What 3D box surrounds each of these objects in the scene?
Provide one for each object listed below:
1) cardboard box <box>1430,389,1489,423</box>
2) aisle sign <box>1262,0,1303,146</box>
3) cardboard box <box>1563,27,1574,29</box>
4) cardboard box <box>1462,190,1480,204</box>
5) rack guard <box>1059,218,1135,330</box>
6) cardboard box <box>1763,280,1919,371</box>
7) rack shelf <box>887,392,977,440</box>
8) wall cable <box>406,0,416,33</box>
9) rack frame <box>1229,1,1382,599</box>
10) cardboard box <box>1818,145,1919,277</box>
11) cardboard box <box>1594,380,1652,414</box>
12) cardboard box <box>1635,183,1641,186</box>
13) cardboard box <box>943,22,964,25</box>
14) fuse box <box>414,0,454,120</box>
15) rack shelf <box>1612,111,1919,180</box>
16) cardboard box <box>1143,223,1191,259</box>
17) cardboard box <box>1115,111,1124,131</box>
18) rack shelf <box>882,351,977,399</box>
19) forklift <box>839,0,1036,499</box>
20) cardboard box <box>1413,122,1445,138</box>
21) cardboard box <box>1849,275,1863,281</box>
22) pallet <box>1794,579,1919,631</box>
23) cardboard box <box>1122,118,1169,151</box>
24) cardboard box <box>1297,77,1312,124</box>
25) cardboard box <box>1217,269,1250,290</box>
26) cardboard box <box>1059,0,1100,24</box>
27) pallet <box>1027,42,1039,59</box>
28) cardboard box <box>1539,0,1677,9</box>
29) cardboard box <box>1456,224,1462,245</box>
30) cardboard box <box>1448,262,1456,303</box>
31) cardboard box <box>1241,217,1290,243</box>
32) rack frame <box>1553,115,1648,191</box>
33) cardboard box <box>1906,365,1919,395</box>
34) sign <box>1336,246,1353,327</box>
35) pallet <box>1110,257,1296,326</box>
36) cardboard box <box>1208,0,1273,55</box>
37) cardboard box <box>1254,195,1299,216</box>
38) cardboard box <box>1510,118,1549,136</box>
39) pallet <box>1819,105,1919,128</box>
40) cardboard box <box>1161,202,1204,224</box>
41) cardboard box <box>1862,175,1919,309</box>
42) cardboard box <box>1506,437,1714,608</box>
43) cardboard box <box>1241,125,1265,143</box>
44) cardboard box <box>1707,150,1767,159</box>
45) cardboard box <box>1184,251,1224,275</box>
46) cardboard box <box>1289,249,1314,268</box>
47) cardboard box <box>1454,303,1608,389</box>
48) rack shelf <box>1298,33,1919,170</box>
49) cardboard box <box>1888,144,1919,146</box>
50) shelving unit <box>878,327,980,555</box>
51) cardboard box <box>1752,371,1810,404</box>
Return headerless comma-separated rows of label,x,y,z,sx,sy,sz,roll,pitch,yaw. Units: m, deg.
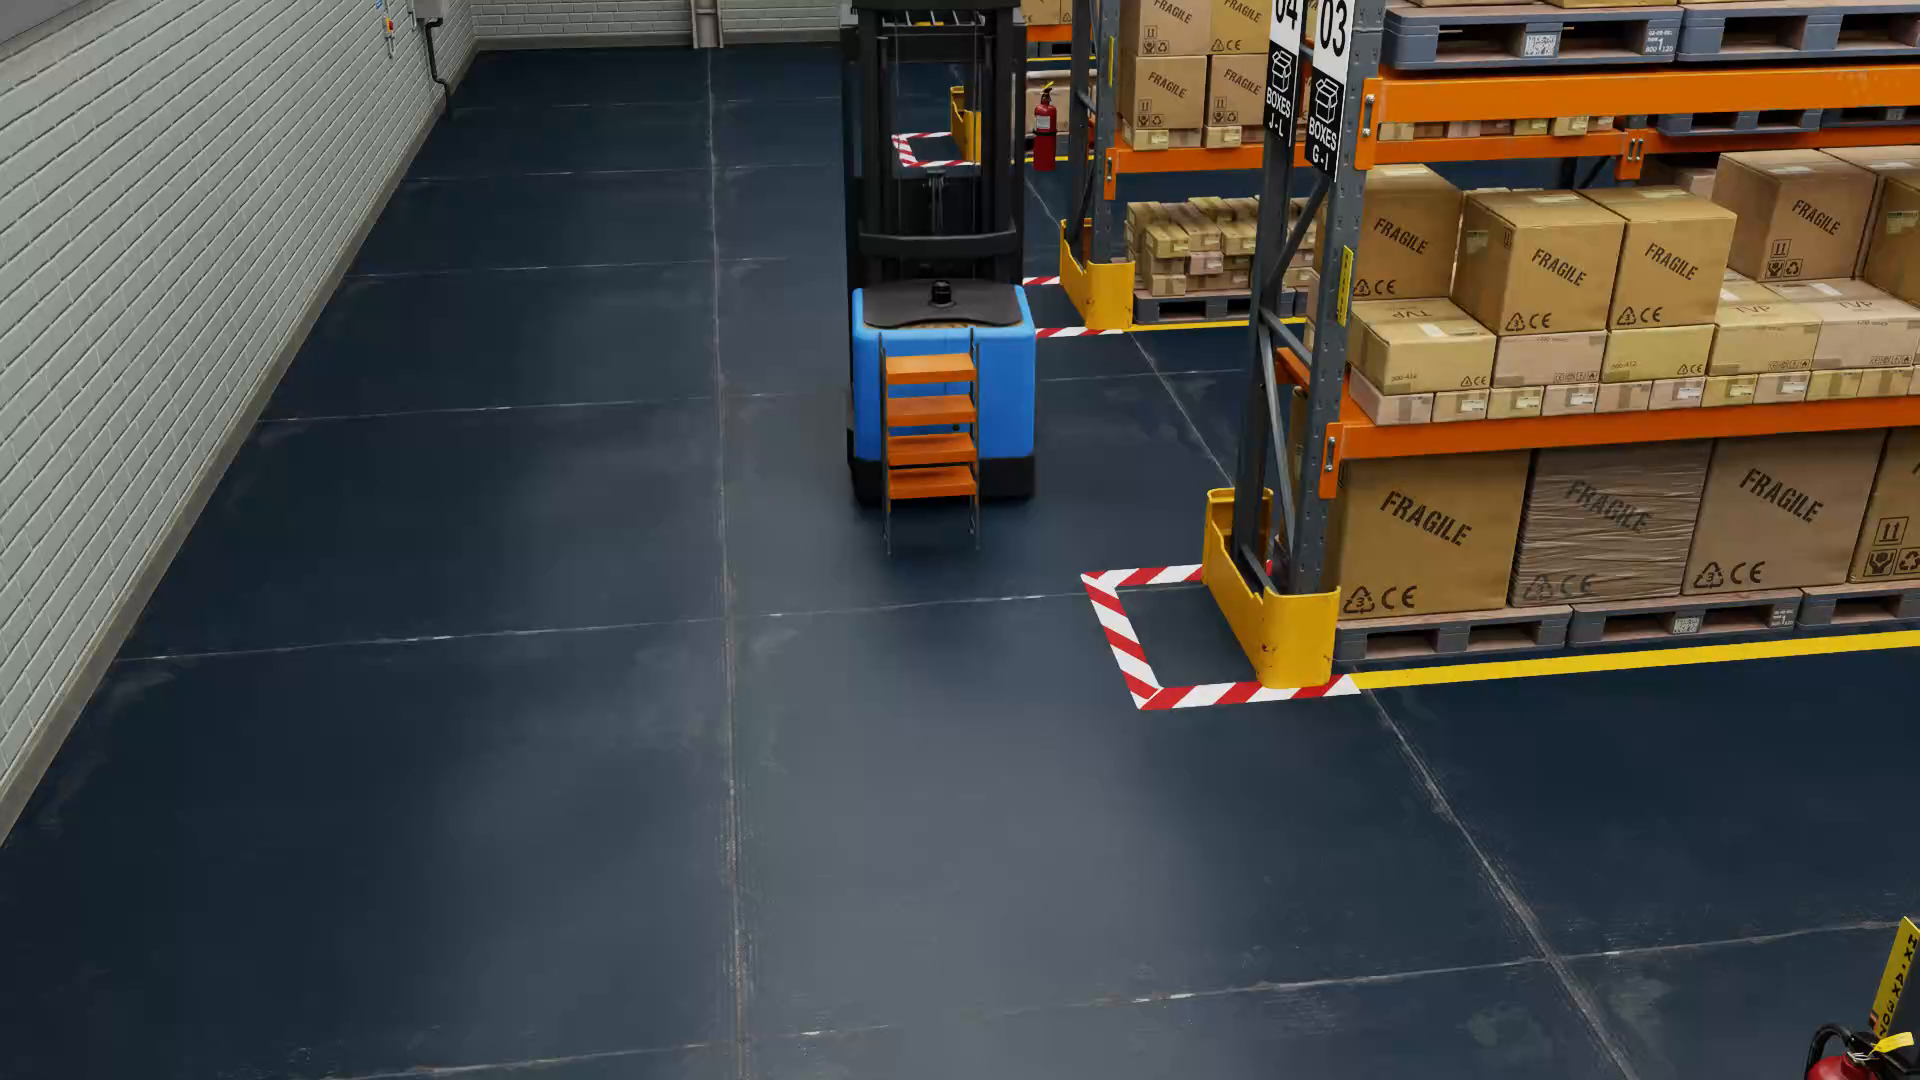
cardboard box,2.200,-0.678,7.562,0.250,0.149,0.380,-4,27,-8
aisle sign,1.436,-2.187,7.380,0.004,0.787,0.394,-4,27,-7
cardboard box,4.491,-3.872,11.981,0.500,0.500,0.500,-5,28,-9
cardboard box,4.024,-2.629,13.098,0.250,0.149,0.380,-4,27,-8
rack guard,1.033,-2.041,12.680,0.348,0.500,1.175,-4,27,-7
cardboard box,4.092,-1.007,7.764,0.500,0.250,0.500,-3,27,-6
rack shelf,-0.164,-0.662,8.884,0.480,0.148,0.258,-4,27,-7
wall cable,-5.621,-6.103,16.746,0.122,1.984,0.588,-4,27,-7
rack frame,1.549,-0.900,7.718,0.127,3.000,1.000,-4,27,-7
cardboard box,4.511,-1.611,8.121,0.500,0.500,0.500,-4,27,-7
cardboard box,2.964,-0.728,7.658,0.250,0.149,0.380,-4,27,-8
cardboard box,5.617,-2.639,13.385,0.500,0.500,0.500,-4,27,-8
cardboard box,0.092,-6.696,21.288,0.637,0.503,0.797,-5,28,-9
fuse box,-5.560,-5.396,17.892,0.414,1.711,0.539,-4,27,-7
rack shelf,6.900,-3.210,13.008,4.000,0.370,1.077,-4,27,-7
cardboard box,1.524,-2.211,12.285,0.250,0.149,0.380,-5,28,-9
cardboard box,1.242,-3.185,12.447,0.250,0.149,0.380,-4,27,-7
rack shelf,-0.164,-0.873,8.776,0.480,0.148,0.258,-4,27,-7
forklift,-0.171,-2.174,10.277,1.130,2.935,3.031,-2,27,-3
cardboard box,3.373,-3.083,12.249,0.250,0.149,0.380,-4,27,-8
cardboard box,4.515,-1.279,8.295,0.500,0.250,0.500,-4,27,-7
pallet,4.746,0.099,8.825,1.213,0.211,1.003,-4,27,-7
cardboard box,1.325,-2.909,11.909,0.250,0.149,0.380,-4,27,-8
cardboard box,2.454,-3.300,11.960,0.500,0.500,0.500,-3,27,-6
cardboard box,2.014,-2.028,12.580,0.250,0.149,0.380,-3,27,-7
cardboard box,1.181,-5.370,16.320,0.500,0.500,0.500,-4,27,-8
pallet,0.338,-6.439,21.567,1.213,0.211,1.003,-4,27,-7
cardboard box,2.631,-2.549,6.967,0.500,0.500,0.700,-5,28,-9
cardboard box,3.587,-2.352,12.560,0.250,0.149,0.380,-5,28,-10
cardboard box,2.494,-1.148,8.040,0.500,0.250,0.500,-4,27,-8
cardboard box,2.282,-2.295,12.447,0.250,0.149,0.380,-5,28,-10
rack frame,4.919,-3.403,12.596,0.127,3.000,1.000,-4,27,-7
cardboard box,4.490,-0.826,7.849,0.250,0.149,0.380,-3,27,-6
sign,1.620,-1.069,7.012,0.005,0.325,0.100,-4,27,-7
pallet,1.843,-1.948,12.816,1.213,0.211,1.003,-4,27,-7
cardboard box,1.938,-3.714,11.671,0.500,0.500,0.500,-3,27,-6
cardboard box,2.466,-2.574,12.992,0.250,0.149,0.380,-3,27,-5
cardboard box,4.156,-3.111,12.303,0.250,0.149,0.380,-3,27,-5
pallet,6.926,-3.428,12.854,1.213,0.211,1.003,-4,27,-7
cardboard box,1.704,-2.470,12.789,0.250,0.149,0.380,-3,27,-6
cardboard box,4.595,-1.373,7.658,0.500,0.500,0.500,-3,27,-7
cardboard box,3.073,-0.276,8.370,0.875,0.875,0.875,-4,27,-7
cardboard box,2.082,-3.015,12.116,0.250,0.149,0.380,-2,27,-5
cardboard box,6.132,-3.000,13.267,0.500,0.250,0.500,-2,27,-5
cardboard box,1.792,-2.108,12.410,0.250,0.149,0.380,-4,27,-7
cardboard box,2.541,-2.191,12.571,0.250,0.149,0.380,-5,28,-10
cardboard box,2.576,-0.910,7.576,0.500,0.250,0.500,-4,27,-8
rack shelf,3.530,-2.042,7.445,4.000,0.370,1.077,-4,27,-7
cardboard box,7.661,-3.099,13.460,0.500,0.250,0.500,-4,27,-8
shelving unit,-0.164,-0.523,8.956,0.503,1.200,0.258,-4,27,-7
cardboard box,3.729,-0.777,7.754,0.250,0.149,0.380,-3,27,-6
